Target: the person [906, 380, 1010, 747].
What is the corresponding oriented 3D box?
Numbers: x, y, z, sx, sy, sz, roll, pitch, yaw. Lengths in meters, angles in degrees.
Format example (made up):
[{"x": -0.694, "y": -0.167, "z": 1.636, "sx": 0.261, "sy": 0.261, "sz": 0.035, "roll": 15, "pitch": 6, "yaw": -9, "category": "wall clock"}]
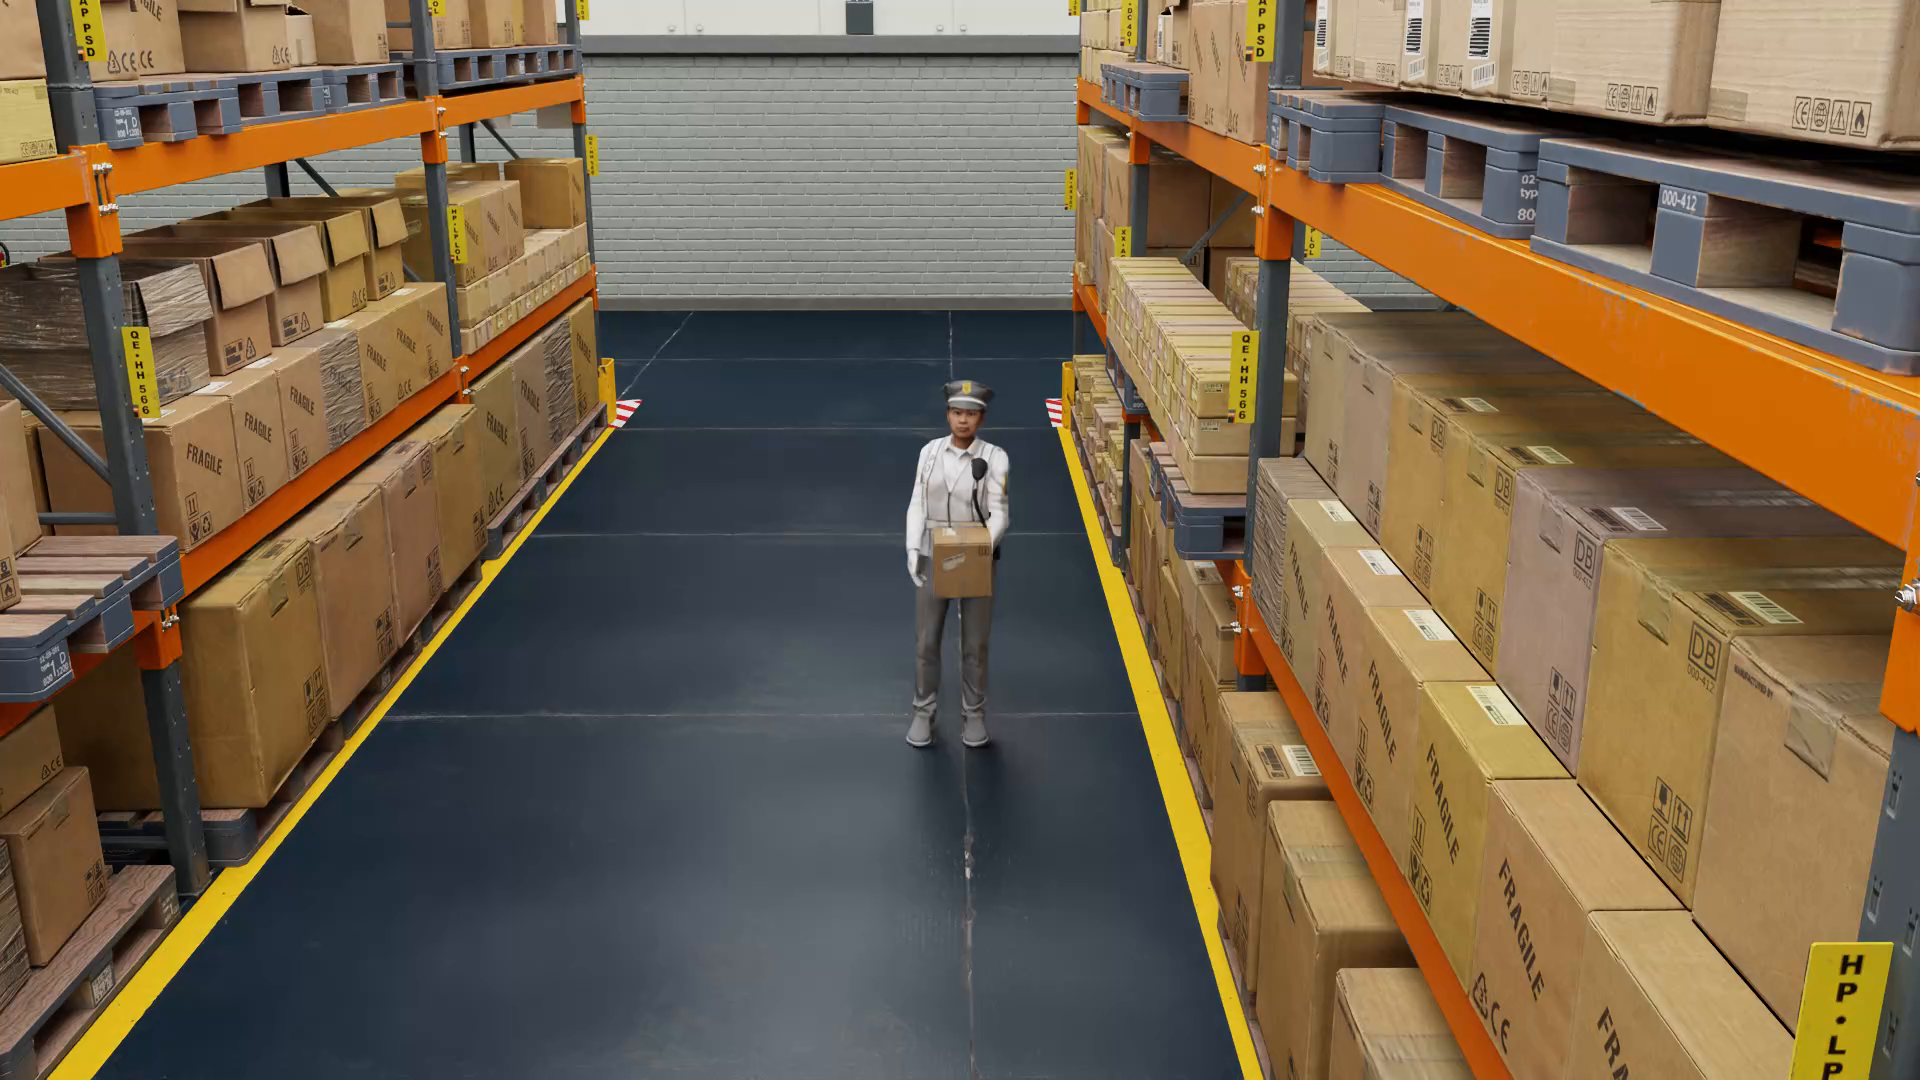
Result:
[{"x": -0.010, "y": 0.116, "z": 7.608, "sx": 0.471, "sy": 1.700, "sz": 0.543, "roll": 5, "pitch": 18, "yaw": 14, "category": "person"}]
